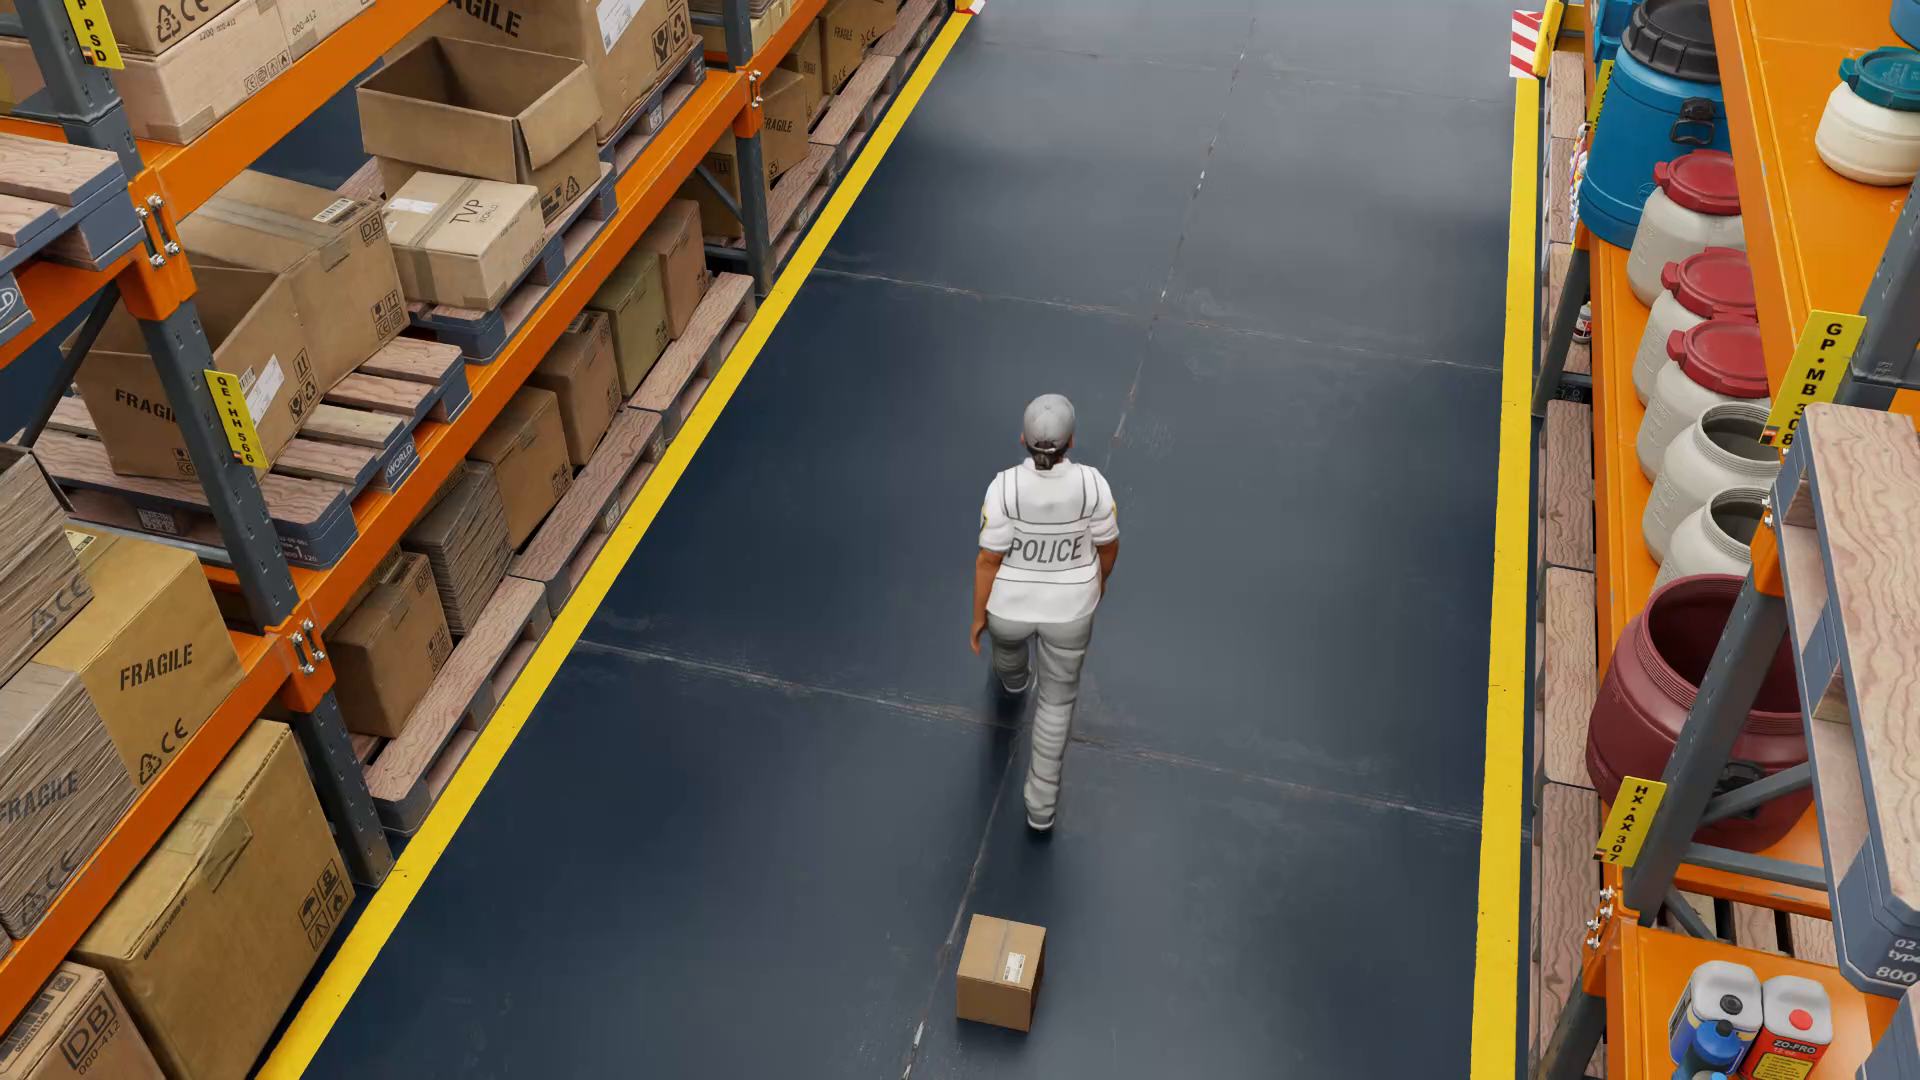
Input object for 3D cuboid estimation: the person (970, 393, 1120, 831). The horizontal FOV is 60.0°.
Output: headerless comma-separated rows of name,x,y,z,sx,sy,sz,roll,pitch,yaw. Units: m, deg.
person,0.303,0.163,5.966,0.507,1.590,0.999,3,41,4
